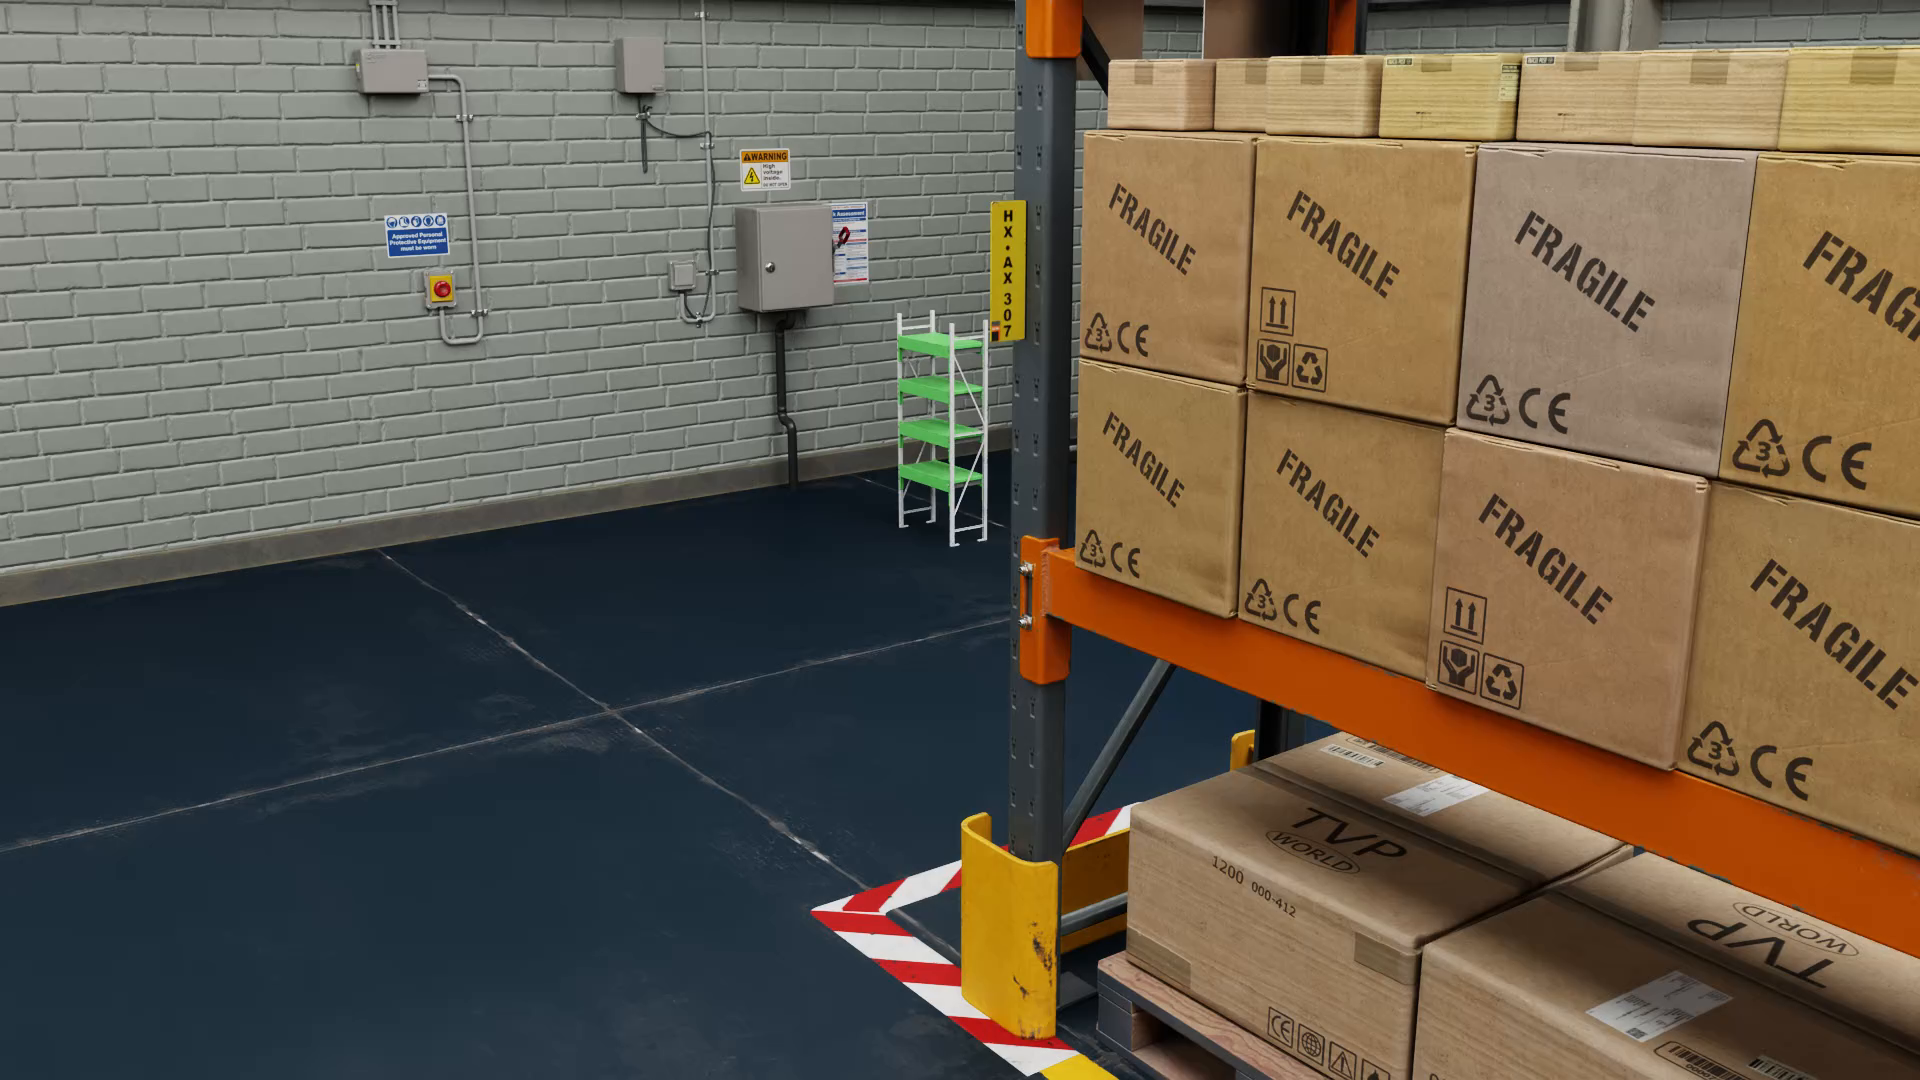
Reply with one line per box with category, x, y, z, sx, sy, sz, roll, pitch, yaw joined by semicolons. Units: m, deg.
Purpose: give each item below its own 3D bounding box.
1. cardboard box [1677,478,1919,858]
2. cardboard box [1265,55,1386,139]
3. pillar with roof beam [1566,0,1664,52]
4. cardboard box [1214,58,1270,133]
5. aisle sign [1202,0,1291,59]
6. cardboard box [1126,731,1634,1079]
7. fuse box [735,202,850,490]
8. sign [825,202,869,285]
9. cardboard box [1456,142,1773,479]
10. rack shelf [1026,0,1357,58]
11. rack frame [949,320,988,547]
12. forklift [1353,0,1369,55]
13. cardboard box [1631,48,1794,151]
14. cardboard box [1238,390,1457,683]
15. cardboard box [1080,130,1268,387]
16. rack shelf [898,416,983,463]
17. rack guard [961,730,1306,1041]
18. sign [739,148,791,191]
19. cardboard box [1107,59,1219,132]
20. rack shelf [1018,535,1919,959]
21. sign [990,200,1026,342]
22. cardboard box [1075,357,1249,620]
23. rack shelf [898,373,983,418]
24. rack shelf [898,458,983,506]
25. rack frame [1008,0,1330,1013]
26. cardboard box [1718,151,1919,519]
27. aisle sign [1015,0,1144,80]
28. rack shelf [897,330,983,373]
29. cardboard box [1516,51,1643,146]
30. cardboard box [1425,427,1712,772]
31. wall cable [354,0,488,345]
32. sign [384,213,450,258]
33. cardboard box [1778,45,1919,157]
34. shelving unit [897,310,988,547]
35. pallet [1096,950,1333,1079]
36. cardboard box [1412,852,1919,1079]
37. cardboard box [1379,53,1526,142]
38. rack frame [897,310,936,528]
cardboard box;1.528;0.158;2.629;0.500;0.500;0.500;-10;18;-33
cardboard box;0.822;-0.867;3.250;0.380;0.149;0.250;-10;18;-33
pillar with roof beam;0.240;-3.973;6.546;9.100;9.000;0.400;-11;19;-35
cardboard box;0.762;-0.940;3.518;0.380;0.149;0.250;-10;18;-33
aisle sign;0.774;-1.578;4.235;0.394;0.787;0.004;-11;19;-35
cardboard box;1.034;0.898;4.171;0.875;0.438;0.875;-12;19;-36
fuse box;-0.984;-1.135;9.980;0.539;1.711;0.414;-11;19;-35
sign;-0.706;-1.831;10.264;0.329;0.494;0.001;-11;19;-35
cardboard box;1.236;-0.427;2.869;0.500;0.500;0.500;-11;19;-35
rack shelf;1.741;-0.933;2.485;1.077;0.370;4.000;-11;19;-35
rack frame;0.046;-0.562;8.856;0.240;1.200;0.015;-11;19;-35
forklift;2.189;-1.228;8.010;3.031;2.935;1.130;5;16;18
cardboard box;1.301;-0.706;2.661;0.380;0.149;0.250;-11;19;-34
cardboard box;0.935;-0.058;3.417;0.500;0.500;0.500;-11;19;-35
cardboard box;0.617;-0.644;3.665;0.500;0.500;0.500;-11;19;-36
rack shelf;-0.097;-0.552;9.064;0.258;0.148;0.480;-11;19;-35
rack guard;0.551;0.940;4.695;1.175;0.500;0.348;-11;19;-35
sign;-1.150;-2.190;9.831;0.339;0.242;0.001;-11;19;-35
cardboard box;0.550;-0.985;3.682;0.380;0.149;0.250;-10;18;-33
rack shelf;1.741;0.513;2.881;1.077;0.370;4.000;-11;19;-35
sign;0.113;-0.632;3.912;0.100;0.325;0.005;-11;19;-35
cardboard box;0.615;-0.162;3.796;0.500;0.500;0.500;-11;19;-35
rack shelf;-0.097;-0.784;9.000;0.258;0.148;0.480;-11;19;-35
rack shelf;-0.097;-0.321;9.127;0.258;0.148;0.480;-11;19;-35
rack frame;0.565;-0.261;4.346;1.000;3.000;0.127;-11;19;-35
cardboard box;1.530;-0.320;2.480;0.500;0.500;0.500;-11;19;-34
aisle sign;0.288;-1.485;3.895;0.394;0.787;0.004;-11;19;-35
rack shelf;-0.097;-1.015;8.937;0.258;0.148;0.480;-11;19;-35
cardboard box;1.188;-0.766;2.880;0.380;0.149;0.250;-11;19;-34
cardboard box;1.220;0.053;3.010;0.500;0.500;0.500;-11;19;-35
wall cable;-2.769;-1.966;8.594;0.585;1.953;0.123;-11;19;-35
sign;-2.844;-1.597;8.717;0.327;0.218;0.001;-11;19;-35
cardboard box;1.428;-0.648;2.448;0.380;0.149;0.250;-11;19;-36
shelving unit;-0.097;-0.614;9.047;0.258;1.200;0.503;-11;19;-35
pallet;1.099;1.243;4.135;1.003;0.211;1.213;-11;19;-35
cardboard box;1.579;1.092;3.462;0.875;0.438;0.875;-10;18;-33
cardboard box;0.991;-0.814;3.055;0.380;0.149;0.250;-12;19;-36
rack frame;-0.241;-0.666;9.237;0.240;1.200;0.015;-11;19;-35
